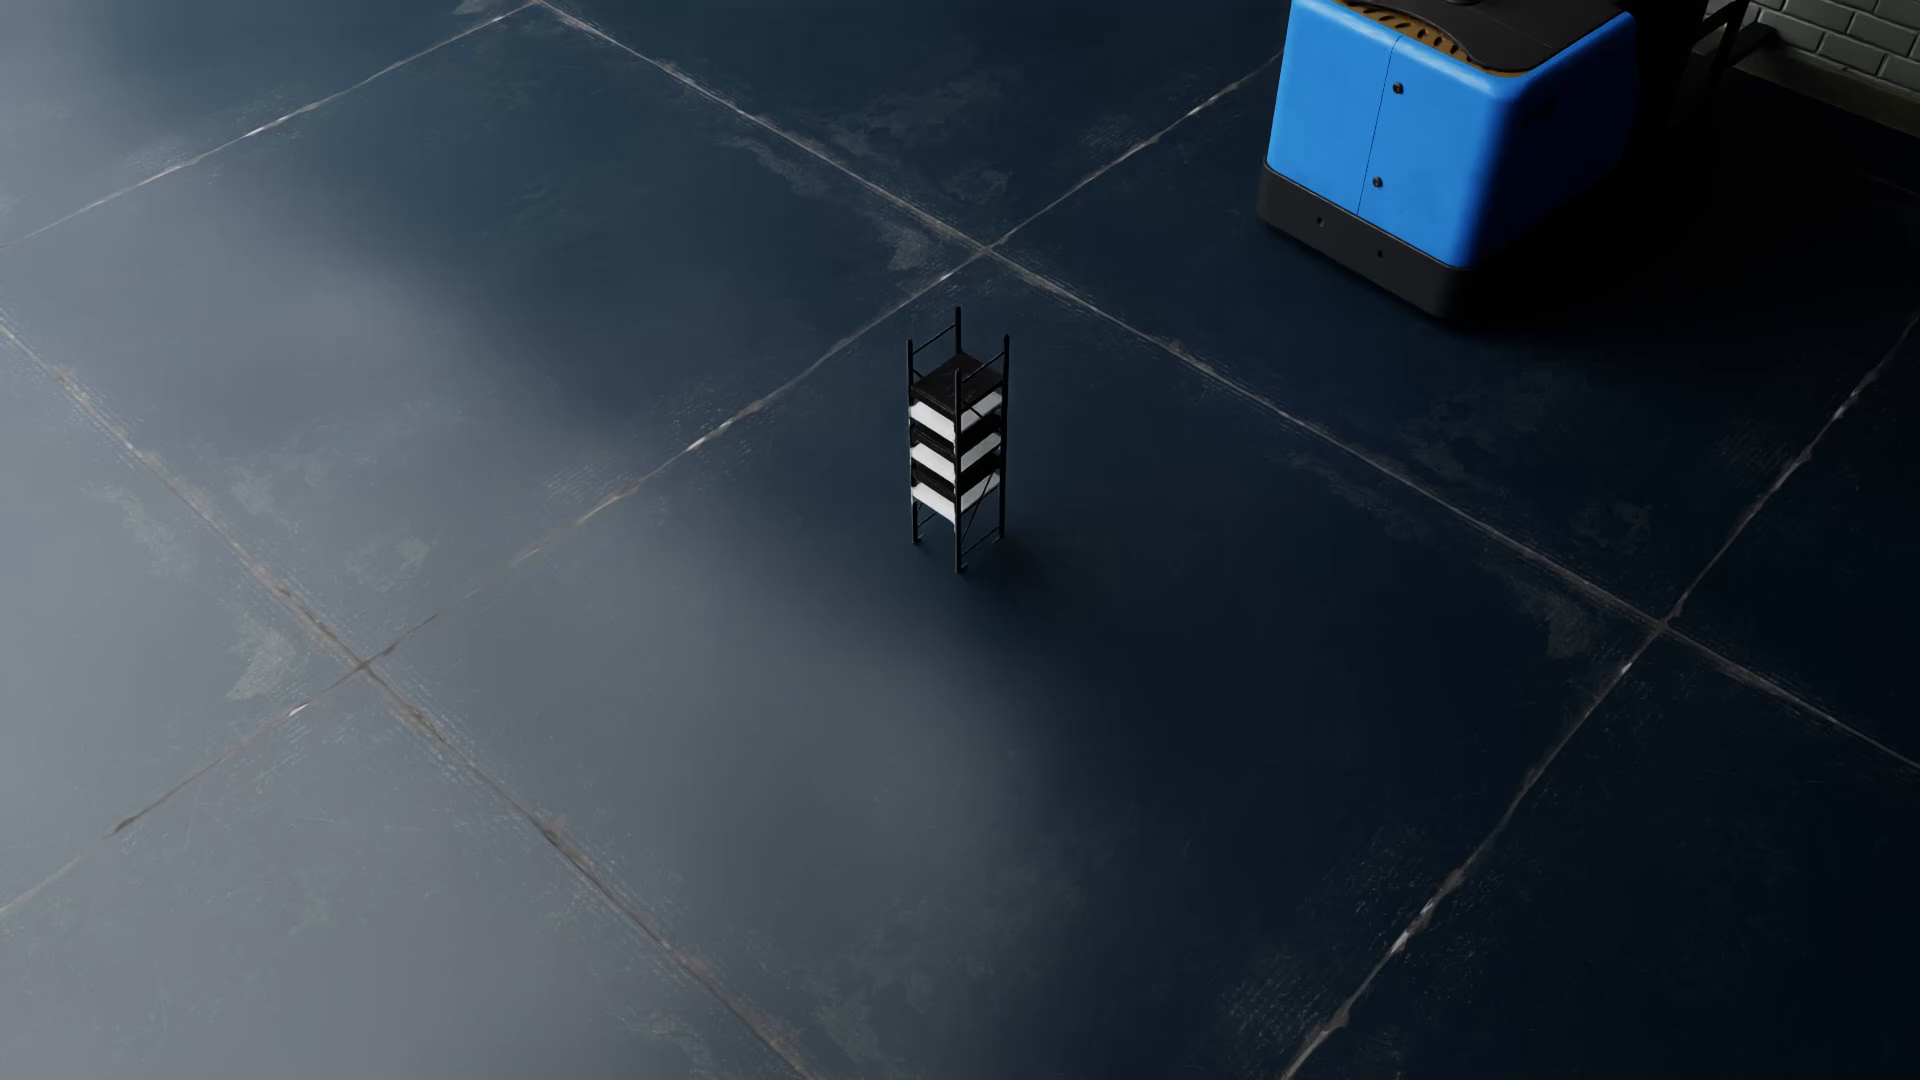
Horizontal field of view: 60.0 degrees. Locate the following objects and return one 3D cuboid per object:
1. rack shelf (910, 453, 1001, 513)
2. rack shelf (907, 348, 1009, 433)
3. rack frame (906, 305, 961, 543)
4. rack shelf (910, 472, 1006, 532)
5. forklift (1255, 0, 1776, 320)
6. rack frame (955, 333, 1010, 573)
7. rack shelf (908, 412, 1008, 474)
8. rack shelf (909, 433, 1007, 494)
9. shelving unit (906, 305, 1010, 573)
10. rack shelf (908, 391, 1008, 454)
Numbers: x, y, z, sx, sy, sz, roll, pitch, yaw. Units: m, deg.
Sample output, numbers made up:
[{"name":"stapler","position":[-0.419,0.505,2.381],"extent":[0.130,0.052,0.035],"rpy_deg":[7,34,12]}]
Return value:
[{"name":"rack shelf","position":[-0.006,-0.228,5.516],"extent":[0.200,0.077,0.258],"rpy_deg":[34,55,28]},{"name":"rack shelf","position":[-0.006,-0.474,5.253],"extent":[0.200,0.077,0.258],"rpy_deg":[34,55,28]},{"name":"rack frame","position":[-0.081,-0.362,5.473],"extent":[0.006,0.900,0.240],"rpy_deg":[34,55,28]},{"name":"rack shelf","position":[-0.006,-0.166,5.581],"extent":[0.200,0.077,0.258],"rpy_deg":[34,55,28]},{"name":"forklift","position":[2.656,-2.808,6.376],"extent":[3.031,2.935,1.130],"rpy_deg":[-34,56,-28]},{"name":"rack frame","position":[0.069,-0.262,5.379],"extent":[0.006,0.900,0.240],"rpy_deg":[34,55,28]},{"name":"rack shelf","position":[-0.006,-0.351,5.384],"extent":[0.200,0.077,0.258],"rpy_deg":[34,55,28]},{"name":"rack shelf","position":[-0.006,-0.289,5.450],"extent":[0.200,0.077,0.258],"rpy_deg":[34,55,28]},{"name":"shelving unit","position":[-0.006,-0.312,5.426],"extent":[0.210,0.900,0.258],"rpy_deg":[34,55,28]},{"name":"rack shelf","position":[-0.006,-0.412,5.319],"extent":[0.200,0.077,0.258],"rpy_deg":[34,55,28]}]
